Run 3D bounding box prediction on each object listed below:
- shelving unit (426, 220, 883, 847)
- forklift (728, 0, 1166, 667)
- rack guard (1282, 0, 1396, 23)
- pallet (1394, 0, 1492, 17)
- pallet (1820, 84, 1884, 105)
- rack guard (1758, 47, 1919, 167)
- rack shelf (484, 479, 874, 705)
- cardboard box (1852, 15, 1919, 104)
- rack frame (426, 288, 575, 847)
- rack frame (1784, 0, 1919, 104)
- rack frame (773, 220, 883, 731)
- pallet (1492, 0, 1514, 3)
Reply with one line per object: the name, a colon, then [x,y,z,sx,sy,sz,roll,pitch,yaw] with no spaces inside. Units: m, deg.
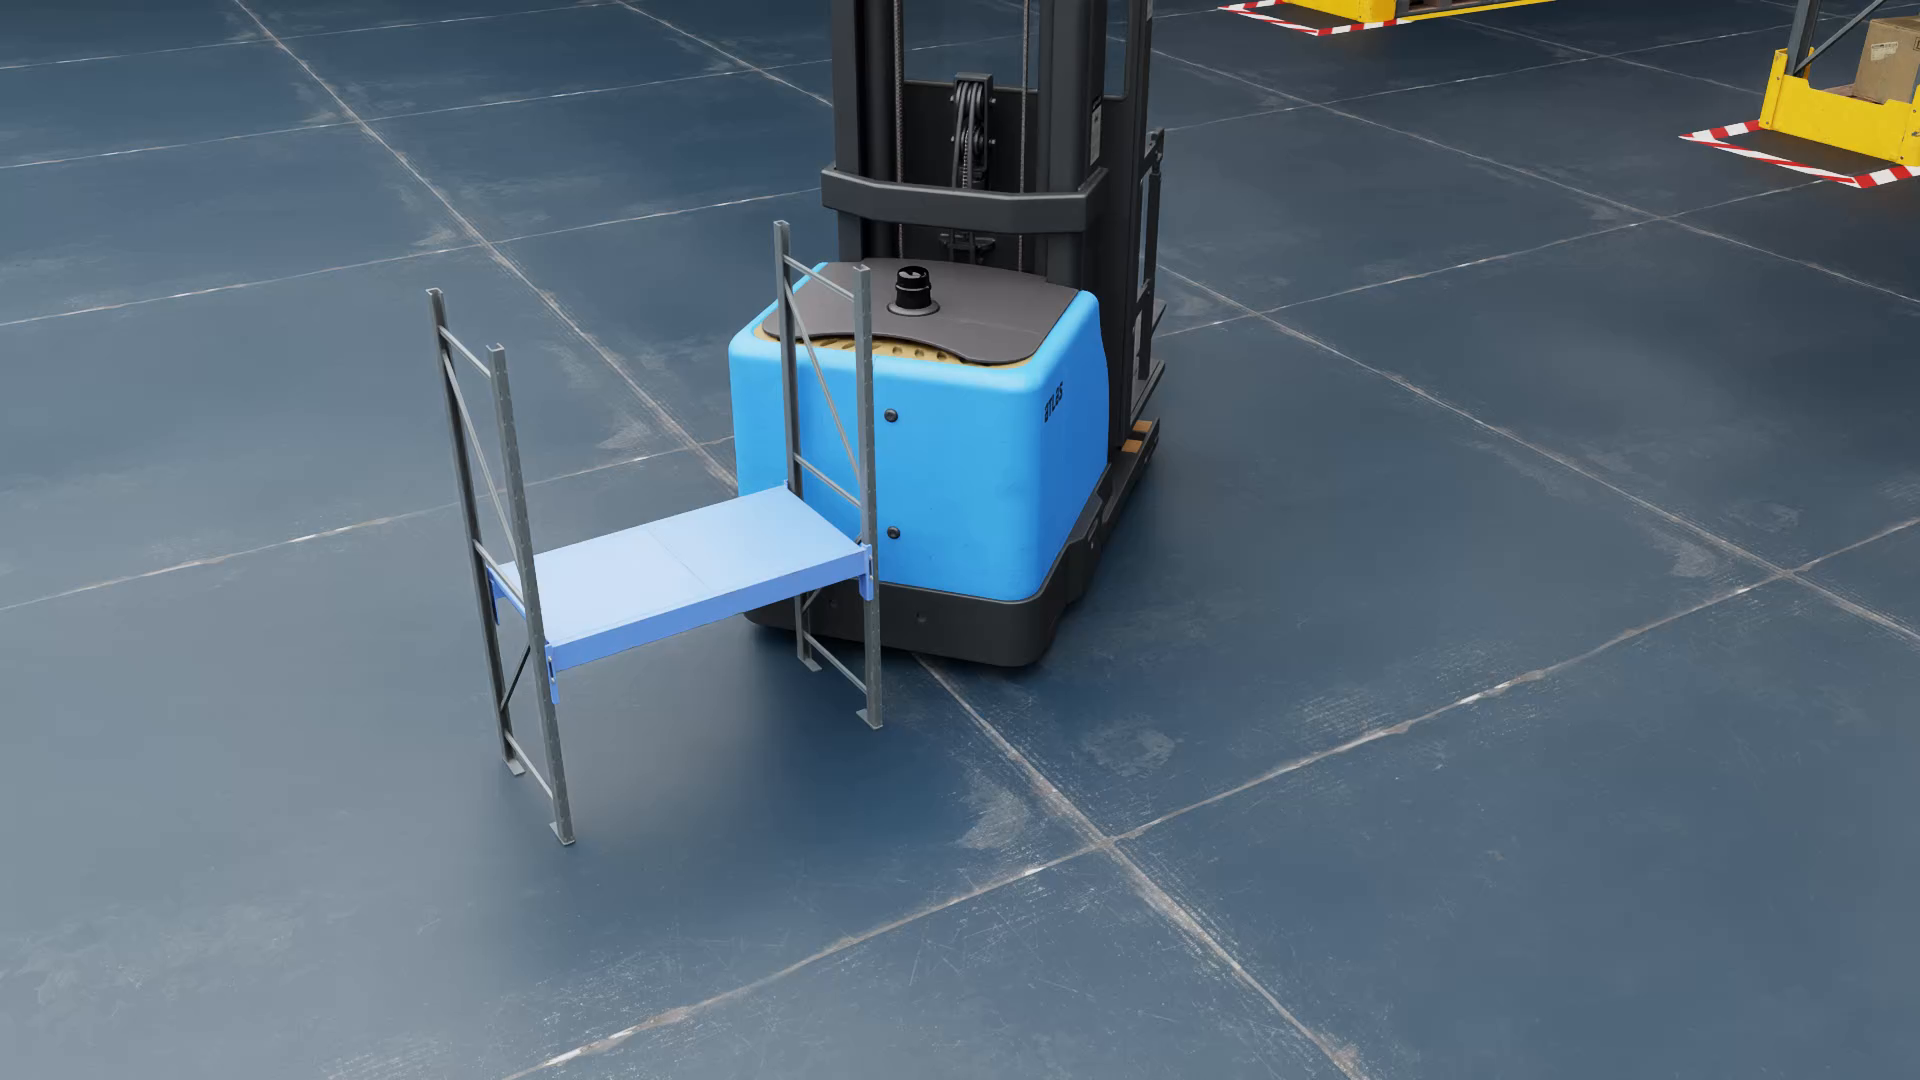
shelving unit: [-0.815,-0.032,4.757,1.048,1.500,0.538,-18,33,-29]
forklift: [0.188,-1.571,6.064,1.130,2.935,3.031,9,30,15]
rack guard: [3.354,-4.940,14.685,0.348,0.500,1.175,-16,33,-26]
pallet: [4.057,-5.011,15.111,1.213,0.211,1.003,-16,33,-26]
pallet: [6.605,-2.915,11.314,1.213,0.211,1.003,-16,33,-26]
rack guard: [5.887,-2.857,10.910,0.348,0.500,1.175,-16,33,-26]
rack shelf: [-0.815,0.125,4.844,1.000,0.185,0.538,-18,33,-29]
cardboard box: [6.368,-3.169,11.040,0.500,0.500,0.500,-10,30,-17]
rack frame: [-1.239,0.103,4.511,0.032,1.500,0.500,-18,33,-29]
rack frame: [5.821,-3.933,10.273,0.127,3.000,1.000,-16,33,-26]
rack frame: [-0.391,-0.168,5.002,0.032,1.500,0.500,-18,33,-29]
pallet: [5.107,-5.307,15.648,1.213,0.211,1.003,-16,33,-26]
